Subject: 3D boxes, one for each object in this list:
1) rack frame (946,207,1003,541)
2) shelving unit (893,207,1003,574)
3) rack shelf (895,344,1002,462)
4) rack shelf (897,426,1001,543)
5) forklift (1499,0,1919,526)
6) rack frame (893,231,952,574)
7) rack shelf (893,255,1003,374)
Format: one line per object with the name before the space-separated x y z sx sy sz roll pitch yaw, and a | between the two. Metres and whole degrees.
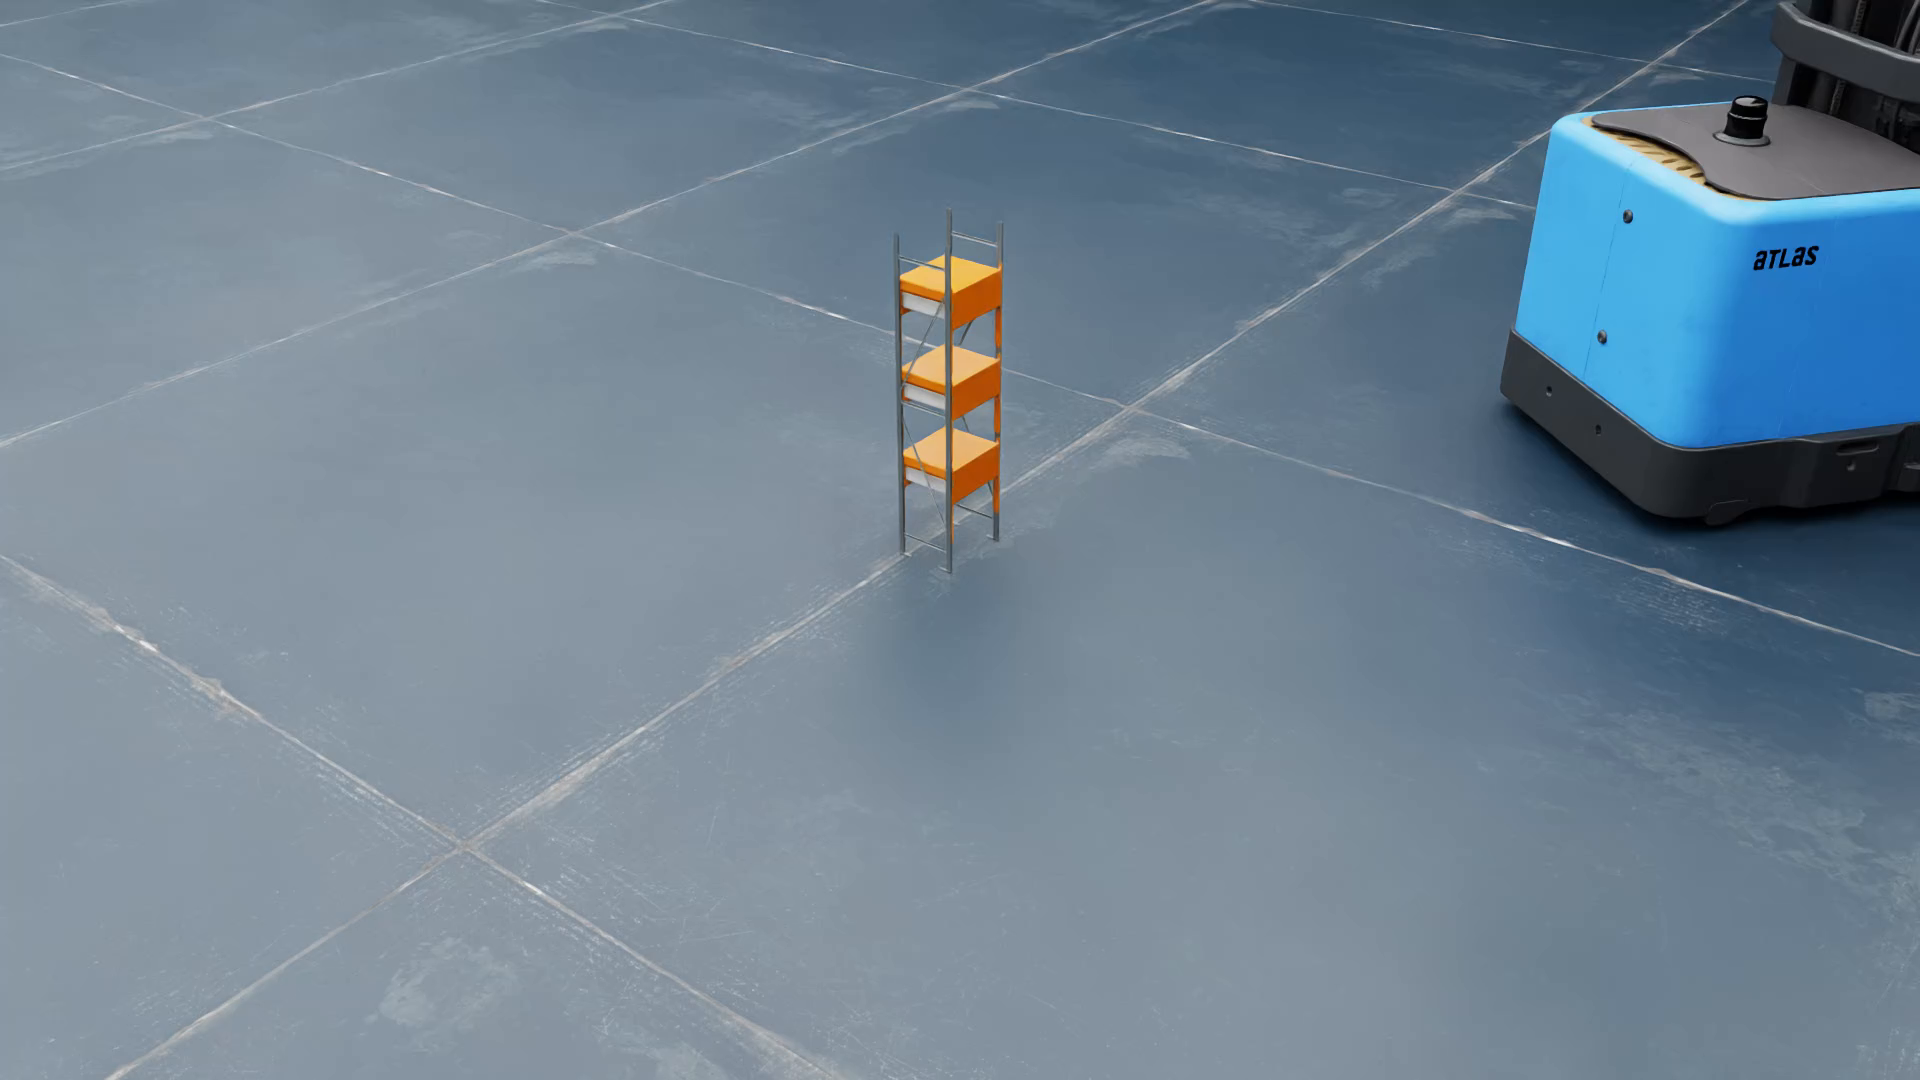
rack frame | 0.041 -0.479 5.029 0.200 1.050 0.008 21 37 31
shelving unit | -0.032 -0.430 4.946 0.215 1.050 0.252 21 37 31
rack shelf | -0.032 -0.421 4.951 0.215 0.259 0.240 21 37 31
rack shelf | -0.032 -0.182 5.093 0.215 0.259 0.240 21 37 31
forklift | 3.528 -1.697 5.239 3.031 2.935 1.130 -7 31 -12
rack frame | -0.106 -0.380 4.862 0.200 1.050 0.008 21 37 31
rack shelf | -0.032 -0.665 4.806 0.215 0.259 0.240 21 37 31
